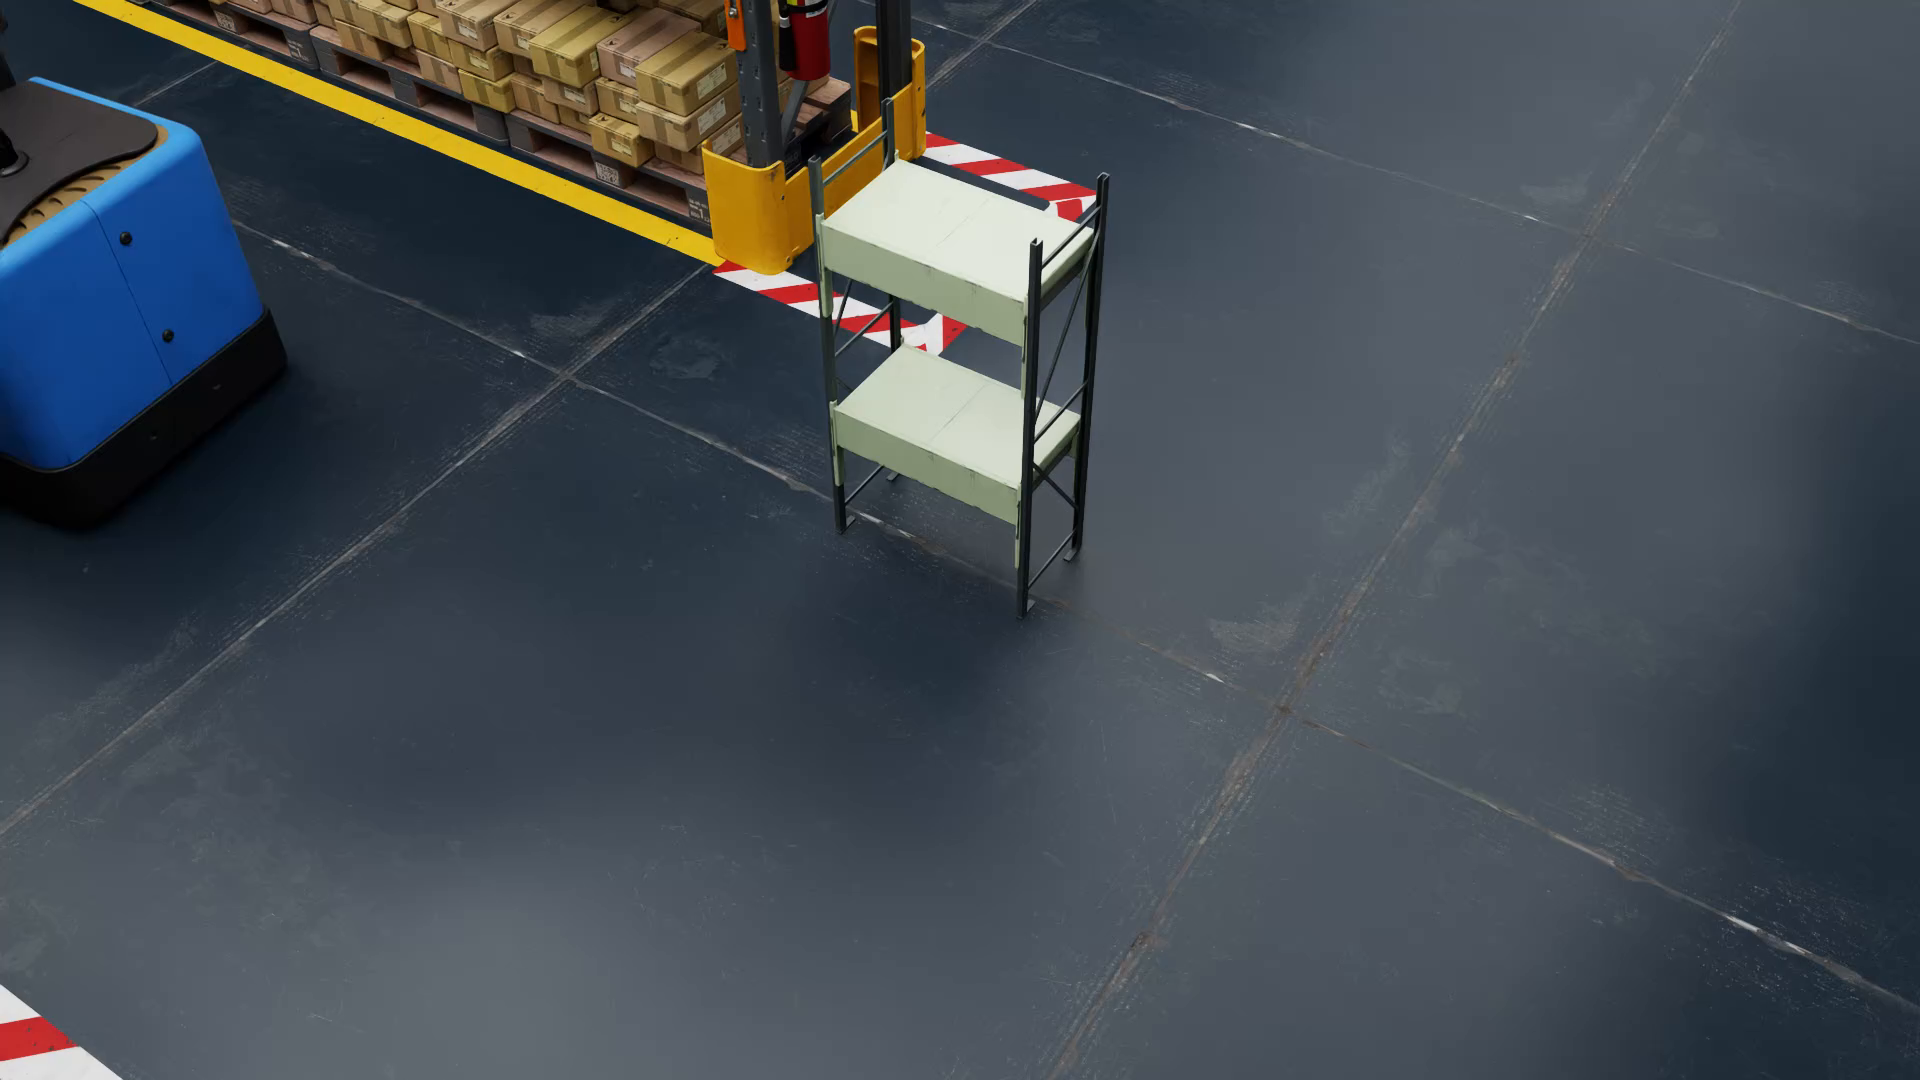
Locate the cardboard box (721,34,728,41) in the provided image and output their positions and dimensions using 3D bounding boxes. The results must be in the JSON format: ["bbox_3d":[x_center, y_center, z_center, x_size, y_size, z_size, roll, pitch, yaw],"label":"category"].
[{"bbox_3d":[-1.025,-2.253,7.336,0.250,0.149,0.380,24,51,22],"label":"cardboard box"}]

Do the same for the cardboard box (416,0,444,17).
[{"bbox_3d":[-2.174,-2.445,7.314,0.250,0.149,0.380,23,50,21],"label":"cardboard box"}]

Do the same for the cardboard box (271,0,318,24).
[{"bbox_3d":[-3.055,-2.630,7.909,0.250,0.149,0.380,24,50,21],"label":"cardboard box"}]

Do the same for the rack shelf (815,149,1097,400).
[{"bbox_3d":[-0.006,-0.797,4.935,0.720,0.370,0.431,25,51,22],"label":"rack shelf"}]

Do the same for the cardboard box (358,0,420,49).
[{"bbox_3d":[-2.455,-2.381,7.460,0.250,0.149,0.380,25,51,22],"label":"cardboard box"}]

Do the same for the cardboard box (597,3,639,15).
[{"bbox_3d":[-1.436,-2.460,7.536,0.250,0.149,0.380,26,51,23],"label":"cardboard box"}]

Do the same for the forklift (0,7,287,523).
[{"bbox_3d":[-4.104,-1.829,5.483,3.031,2.935,1.130,20,49,18],"label":"forklift"}]

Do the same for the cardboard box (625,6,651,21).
[{"bbox_3d":[-1.279,-2.295,7.376,0.250,0.149,0.380,25,51,23],"label":"cardboard box"}]

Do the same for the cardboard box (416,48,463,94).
[{"bbox_3d":[-2.208,-2.189,7.481,0.250,0.149,0.380,26,51,23],"label":"cardboard box"}]

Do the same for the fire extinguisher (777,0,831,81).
[{"bbox_3d":[-0.560,-1.966,5.883,0.183,0.674,0.296,25,51,22],"label":"fire extinguisher"}]

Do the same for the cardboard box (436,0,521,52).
[{"bbox_3d":[-2.012,-2.276,7.150,0.250,0.149,0.380,27,51,23],"label":"cardboard box"}]

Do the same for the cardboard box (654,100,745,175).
[{"bbox_3d":[-1.078,-1.730,7.034,0.250,0.149,0.380,26,51,23],"label":"cardboard box"}]

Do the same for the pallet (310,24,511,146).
[{"bbox_3d":[-2.274,-2.365,7.901,1.213,0.211,1.003,25,51,22],"label":"pallet"}]

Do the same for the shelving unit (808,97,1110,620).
[{"bbox_3d":[-0.006,-0.525,5.215,0.755,1.500,0.431,25,51,22],"label":"shelving unit"}]

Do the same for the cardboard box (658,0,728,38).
[{"bbox_3d":[-1.077,-2.301,7.175,0.250,0.149,0.380,26,51,23],"label":"cardboard box"}]

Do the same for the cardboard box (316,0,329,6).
[{"bbox_3d":[-2.827,-2.627,7.699,0.250,0.149,0.380,27,52,24],"label":"cardboard box"}]

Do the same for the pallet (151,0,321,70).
[{"bbox_3d":[-3.305,-2.837,8.360,1.213,0.211,1.003,25,51,22],"label":"pallet"}]

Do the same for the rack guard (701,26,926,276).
[{"bbox_3d":[-0.587,-1.657,7.012,0.348,0.500,1.175,25,51,22],"label":"rack guard"}]

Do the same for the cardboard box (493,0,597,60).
[{"bbox_3d":[-1.756,-2.205,7.082,0.250,0.149,0.380,23,50,21],"label":"cardboard box"}]

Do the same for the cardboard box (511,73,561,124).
[{"bbox_3d":[-1.740,-2.010,7.307,0.250,0.149,0.380,25,51,22],"label":"cardboard box"}]

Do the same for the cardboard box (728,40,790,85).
[{"bbox_3d":[-0.825,-2.113,7.200,0.250,0.149,0.380,27,52,24],"label":"cardboard box"}]

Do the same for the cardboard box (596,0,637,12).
[{"bbox_3d":[-1.474,-2.522,7.390,0.250,0.149,0.380,22,50,20],"label":"cardboard box"}]

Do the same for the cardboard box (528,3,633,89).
[{"bbox_3d":[-1.572,-2.067,6.947,0.250,0.149,0.380,24,50,21],"label":"cardboard box"}]

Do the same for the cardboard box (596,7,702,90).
[{"bbox_3d":[-1.286,-2.043,6.924,0.250,0.149,0.380,26,51,23],"label":"cardboard box"}]

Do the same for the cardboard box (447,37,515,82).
[{"bbox_3d":[-2.002,-2.180,7.265,0.250,0.149,0.380,25,51,23],"label":"cardboard box"}]

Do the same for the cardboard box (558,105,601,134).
[{"bbox_3d":[-1.525,-1.923,7.222,0.250,0.149,0.380,24,51,22],"label":"cardboard box"}]

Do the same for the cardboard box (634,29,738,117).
[{"bbox_3d":[-1.105,-1.911,6.796,0.250,0.149,0.380,25,51,23],"label":"cardboard box"}]

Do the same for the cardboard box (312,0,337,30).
[{"bbox_3d":[-2.809,-2.547,7.828,0.250,0.149,0.380,23,50,21],"label":"cardboard box"}]

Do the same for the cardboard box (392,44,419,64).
[{"bbox_3d":[-2.380,-2.332,7.620,0.250,0.149,0.380,26,51,23],"label":"cardboard box"}]

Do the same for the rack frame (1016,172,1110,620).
[{"bbox_3d":[0.302,-0.384,5.077,0.023,1.500,0.400,25,51,22],"label":"rack frame"}]

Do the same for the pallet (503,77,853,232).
[{"bbox_3d":[-1.251,-1.893,7.442,1.213,0.211,1.003,25,51,22],"label":"pallet"}]

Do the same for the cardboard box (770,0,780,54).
[{"bbox_3d":[-0.780,-2.267,7.142,0.250,0.149,0.380,23,50,20],"label":"cardboard box"}]

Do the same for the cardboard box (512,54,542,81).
[{"bbox_3d":[-1.730,-2.154,7.239,0.250,0.149,0.380,24,51,22],"label":"cardboard box"}]

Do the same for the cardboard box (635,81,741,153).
[{"bbox_3d":[-1.121,-1.788,6.883,0.250,0.149,0.380,23,50,21],"label":"cardboard box"}]

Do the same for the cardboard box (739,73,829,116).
[{"bbox_3d":[-0.791,-2.048,7.344,0.250,0.149,0.380,26,51,23],"label":"cardboard box"}]

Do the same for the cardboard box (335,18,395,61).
[{"bbox_3d":[-2.642,-2.388,7.674,0.250,0.149,0.380,23,50,21],"label":"cardboard box"}]

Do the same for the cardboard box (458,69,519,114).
[{"bbox_3d":[-1.989,-2.071,7.366,0.250,0.149,0.380,23,50,20],"label":"cardboard box"}]

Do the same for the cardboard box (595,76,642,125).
[{"bbox_3d":[-1.312,-1.921,7.013,0.250,0.149,0.380,24,50,21],"label":"cardboard box"}]

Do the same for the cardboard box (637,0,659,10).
[{"bbox_3d":[-1.220,-2.476,7.345,0.250,0.149,0.380,25,51,22],"label":"cardboard box"}]

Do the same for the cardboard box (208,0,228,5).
[{"bbox_3d":[-3.533,-2.763,8.038,0.250,0.149,0.380,26,51,23],"label":"cardboard box"}]

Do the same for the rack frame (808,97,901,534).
[{"bbox_3d":[-0.314,-0.667,5.352,0.023,1.500,0.400,25,51,22],"label":"rack frame"}]

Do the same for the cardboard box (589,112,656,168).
[{"bbox_3d":[-1.349,-1.768,7.072,0.250,0.149,0.380,26,51,23],"label":"cardboard box"}]

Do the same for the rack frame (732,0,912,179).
[{"bbox_3d":[-0.523,-2.499,6.087,0.127,3.000,1.000,25,51,22],"label":"rack frame"}]

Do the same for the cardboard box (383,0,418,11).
[{"bbox_3d":[-2.410,-2.529,7.396,0.250,0.149,0.380,25,51,22],"label":"cardboard box"}]

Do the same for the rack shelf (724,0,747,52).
[{"bbox_3d":[-2.206,-3.023,7.097,4.000,0.370,1.077,25,51,22],"label":"rack shelf"}]

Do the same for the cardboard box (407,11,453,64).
[{"bbox_3d":[-2.208,-2.291,7.372,0.250,0.149,0.380,27,52,24],"label":"cardboard box"}]

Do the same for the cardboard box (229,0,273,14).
[{"bbox_3d":[-3.295,-2.698,7.975,0.250,0.149,0.380,24,51,22],"label":"cardboard box"}]

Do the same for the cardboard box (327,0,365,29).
[{"bbox_3d":[-2.649,-2.491,7.567,0.250,0.149,0.380,24,51,22],"label":"cardboard box"}]

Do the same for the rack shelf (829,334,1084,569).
[{"bbox_3d":[-0.006,-0.298,5.448,0.720,0.370,0.431,25,51,22],"label":"rack shelf"}]

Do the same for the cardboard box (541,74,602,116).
[{"bbox_3d":[-1.559,-1.988,7.078,0.250,0.149,0.380,23,50,21],"label":"cardboard box"}]

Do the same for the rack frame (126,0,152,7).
[{"bbox_3d":[-3.890,-4.048,7.592,0.127,3.000,1.000,25,51,22],"label":"rack frame"}]
